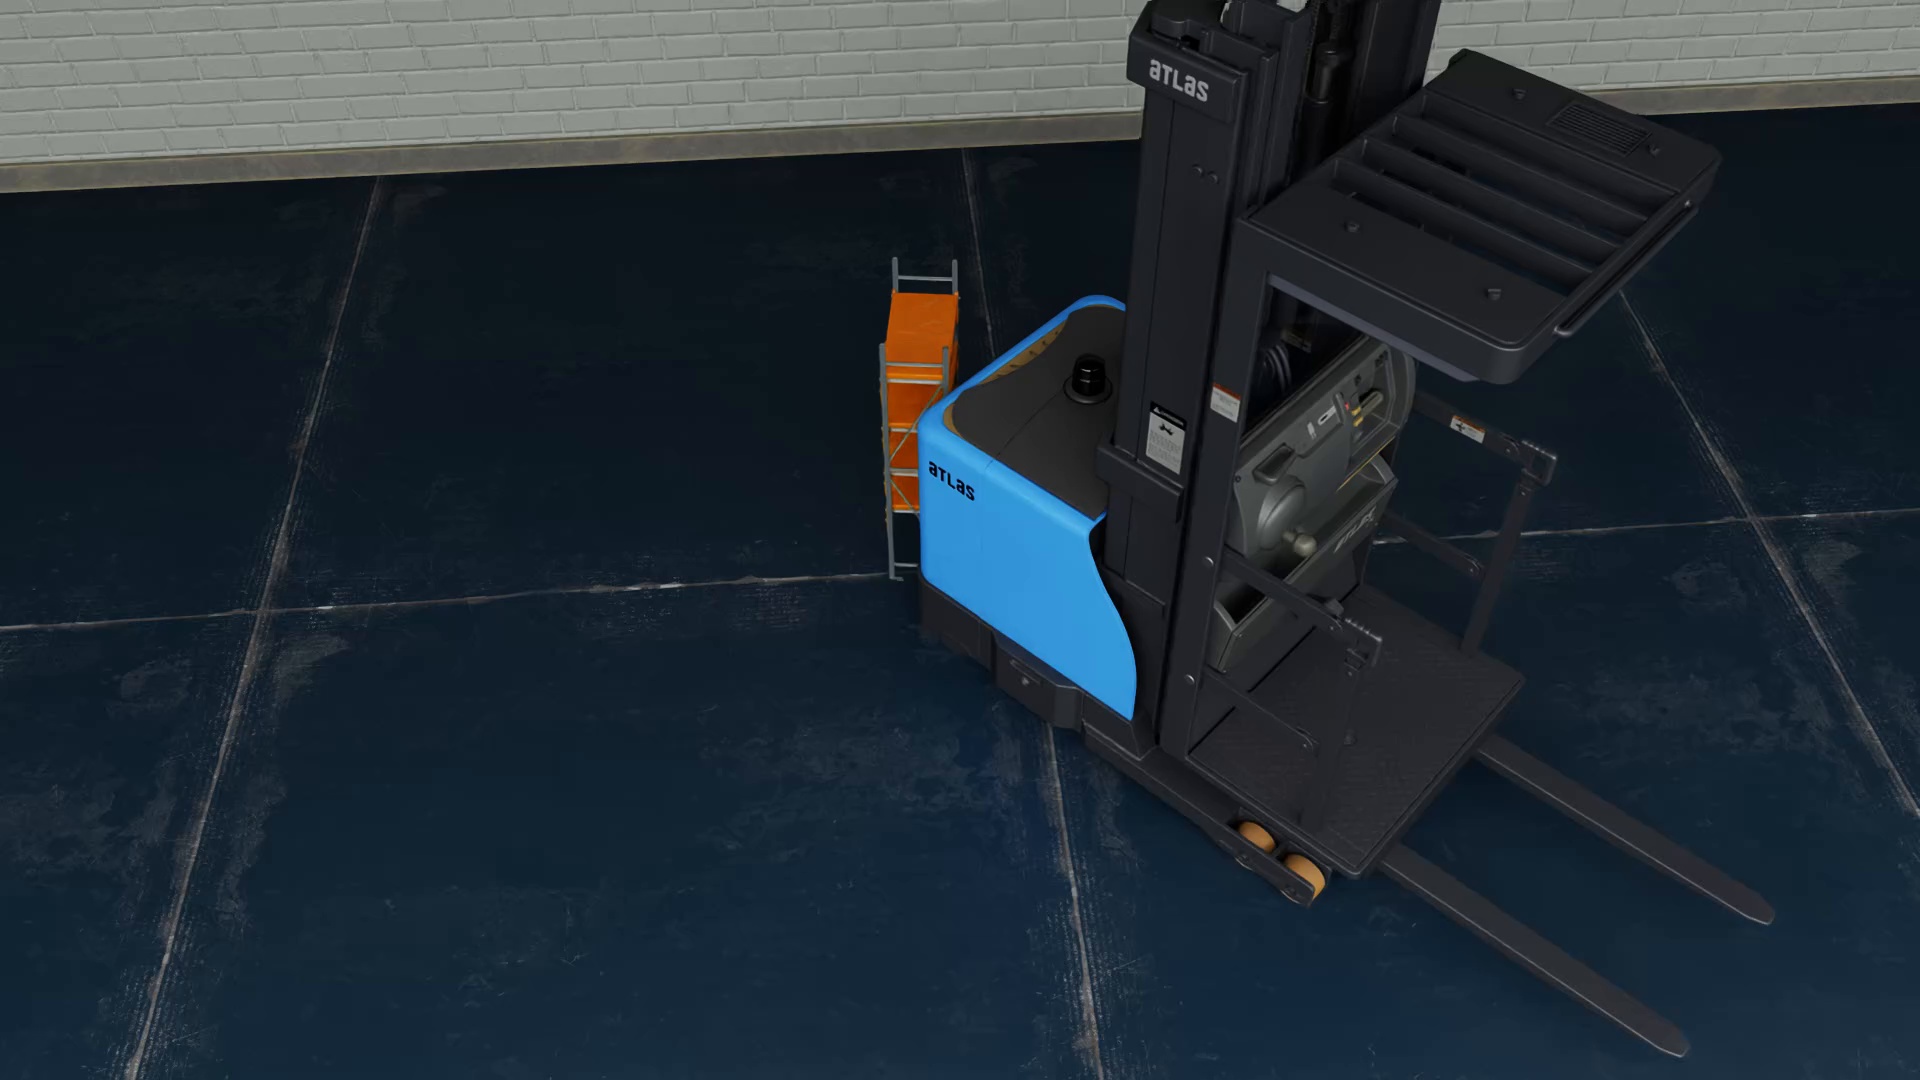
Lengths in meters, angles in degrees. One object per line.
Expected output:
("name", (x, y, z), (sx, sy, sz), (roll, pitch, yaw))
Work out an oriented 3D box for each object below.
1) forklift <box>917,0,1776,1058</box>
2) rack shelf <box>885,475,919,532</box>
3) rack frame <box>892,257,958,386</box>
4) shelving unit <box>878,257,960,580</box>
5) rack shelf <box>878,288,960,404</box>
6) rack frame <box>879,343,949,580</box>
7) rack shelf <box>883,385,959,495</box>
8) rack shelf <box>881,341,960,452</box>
("forklift", (1.266, -0.223, 4.943), (3.031, 2.935, 1.130), (33, 55, 28))
("rack shelf", (-0.144, -0.250, 6.527), (0.258, 0.148, 0.480), (3, 47, 2))
("rack frame", (-0.128, -0.610, 6.501), (0.240, 1.200, 0.015), (3, 47, 2))
("shelving unit", (-0.144, -0.433, 6.334), (0.258, 1.200, 0.503), (3, 47, 2))
("rack shelf", (-0.144, -0.703, 6.048), (0.258, 0.148, 0.480), (3, 47, 2))
("rack frame", (-0.159, -0.256, 6.166), (0.240, 1.200, 0.015), (3, 47, 2))
("rack shelf", (-0.144, -0.387, 6.383), (0.258, 0.148, 0.480), (3, 47, 2))
("rack shelf", (-0.144, -0.541, 6.220), (0.258, 0.148, 0.480), (3, 47, 2))
